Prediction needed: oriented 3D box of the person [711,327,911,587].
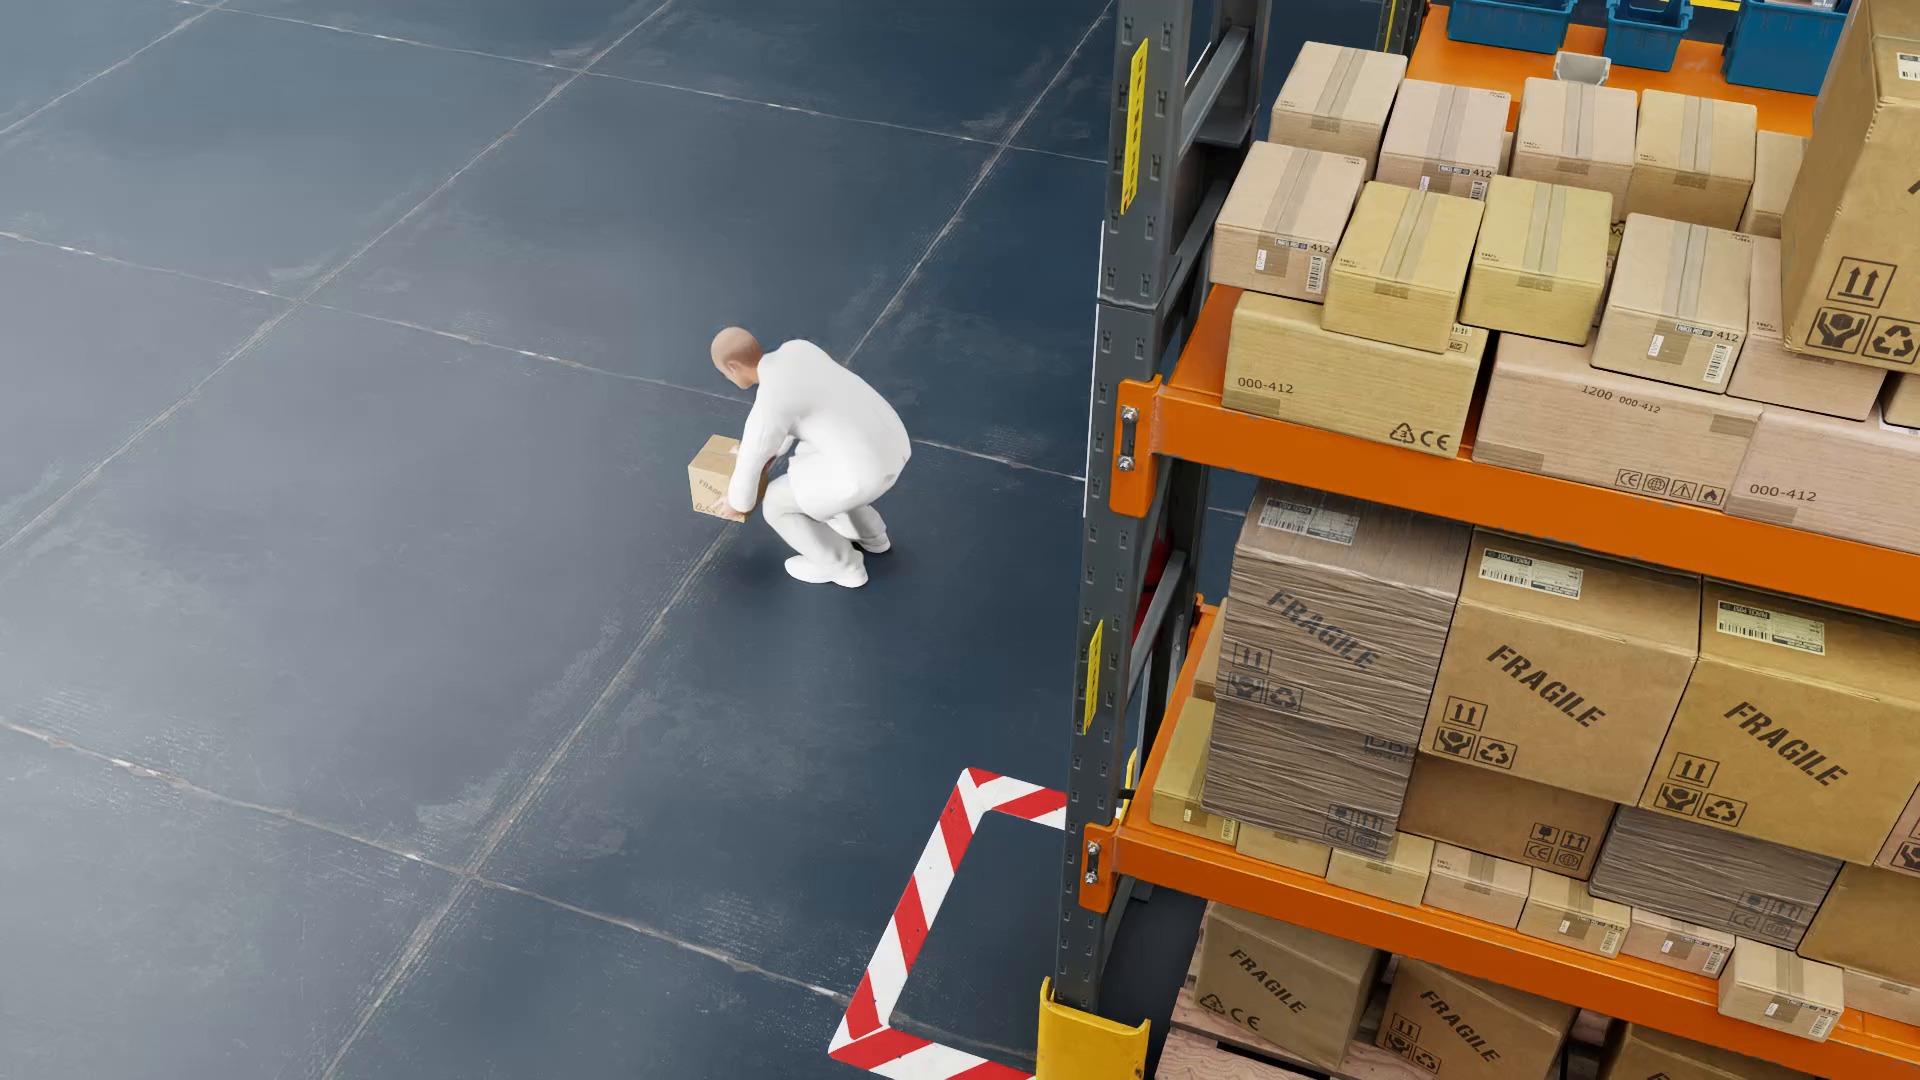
[{"bbox_3d":[-0.625,-0.359,7.049,0.836,1.169,0.625,13,43,15],"label":"person"}]
